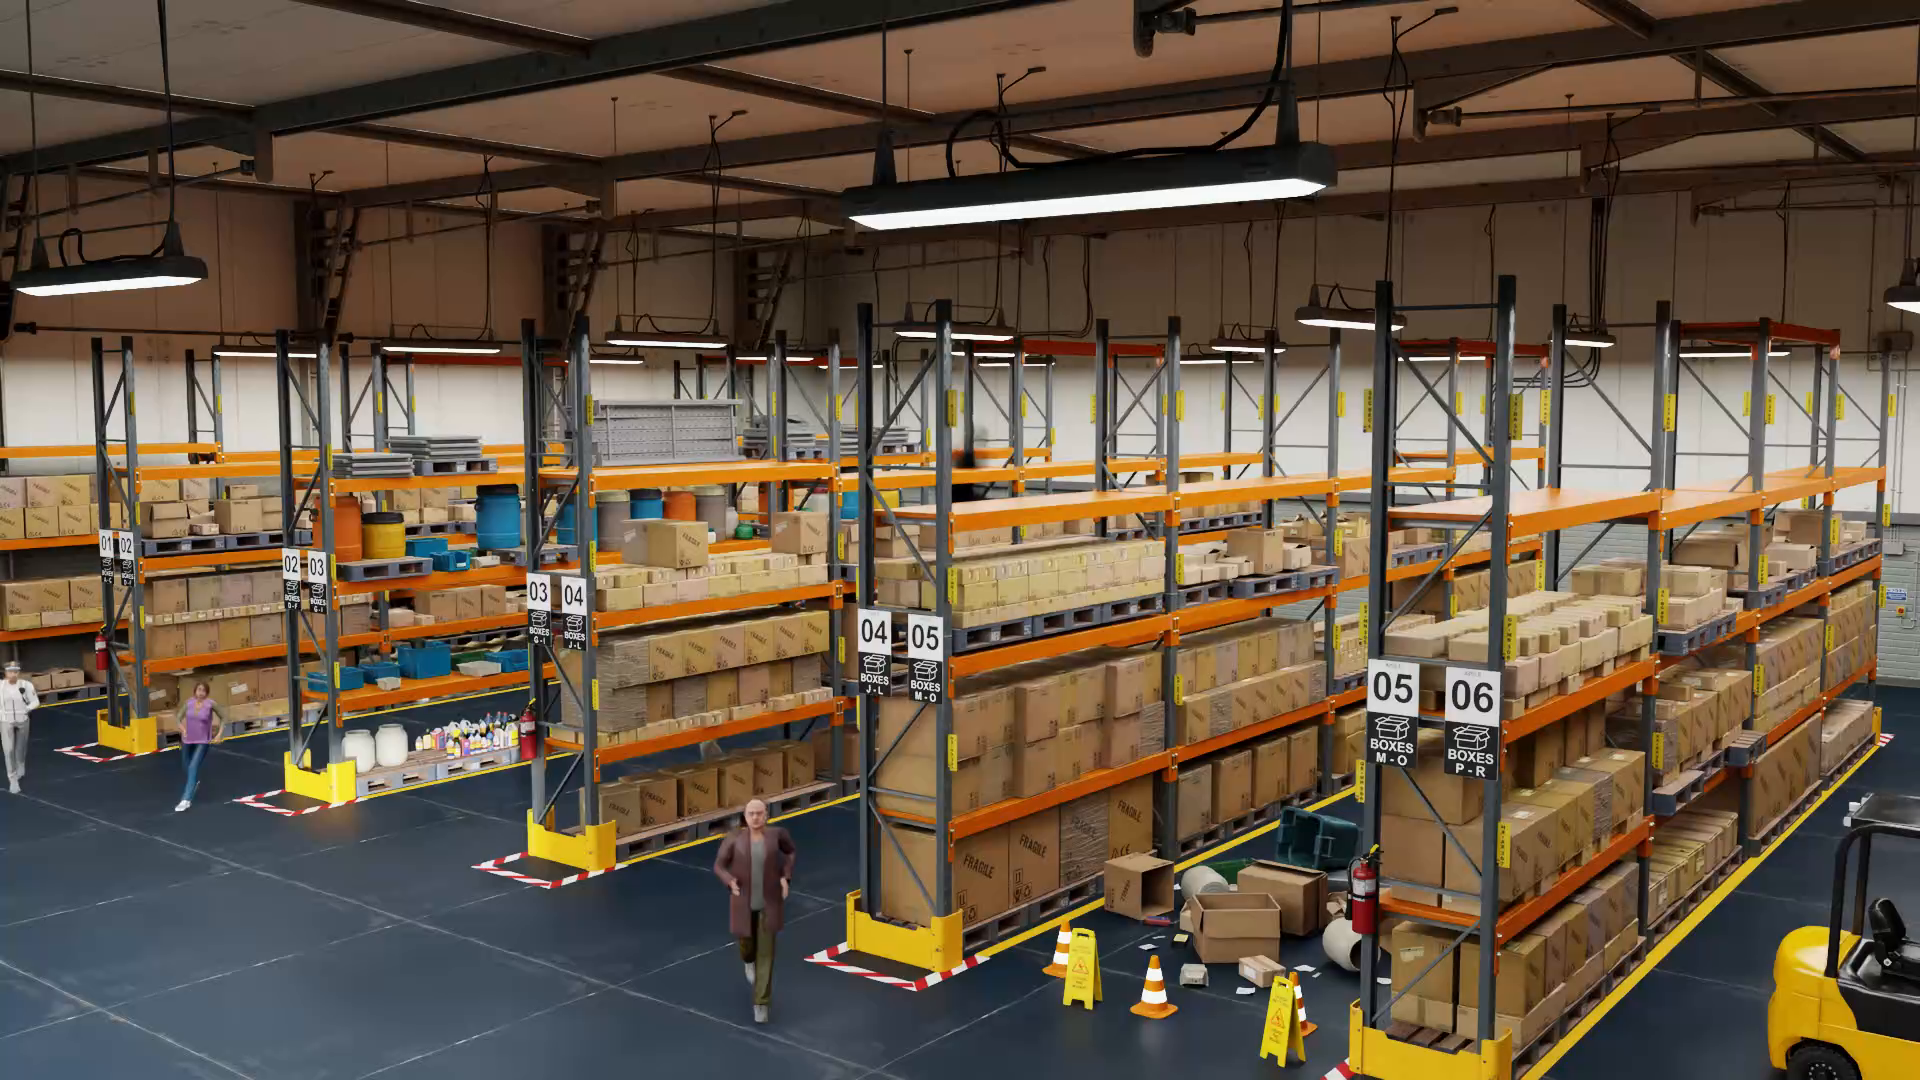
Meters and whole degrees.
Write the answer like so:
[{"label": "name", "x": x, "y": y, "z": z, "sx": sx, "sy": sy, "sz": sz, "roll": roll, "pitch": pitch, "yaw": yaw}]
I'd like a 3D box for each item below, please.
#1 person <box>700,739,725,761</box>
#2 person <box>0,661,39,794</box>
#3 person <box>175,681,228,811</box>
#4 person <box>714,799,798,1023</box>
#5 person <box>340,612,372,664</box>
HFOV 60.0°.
[{"label": "person", "x": -3.339, "y": 2.415, "z": 22.126, "sx": 0.593, "sy": 1.722, "sz": 0.816, "roll": 3, "pitch": 6, "yaw": 34}, {"label": "person", "x": -12.486, "y": 2.415, "z": 21.977, "sx": 0.569, "sy": 1.698, "sz": 0.942, "roll": -3, "pitch": 6, "yaw": -32}, {"label": "person", "x": -9.548, "y": 2.544, "z": 20.896, "sx": 0.607, "sy": 1.568, "sz": 0.832, "roll": 0, "pitch": 5, "yaw": -6}, {"label": "person", "x": -1.714, "y": 3.066, "z": 14.026, "sx": 0.714, "sy": 1.754, "sz": 0.999, "roll": -1, "pitch": 5, "yaw": -8}, {"label": "person", "x": -10.730, "y": 1.729, "z": 29.563, "sx": 0.658, "sy": 1.740, "sz": 0.606, "roll": 2, "pitch": 5, "yaw": 22}]
